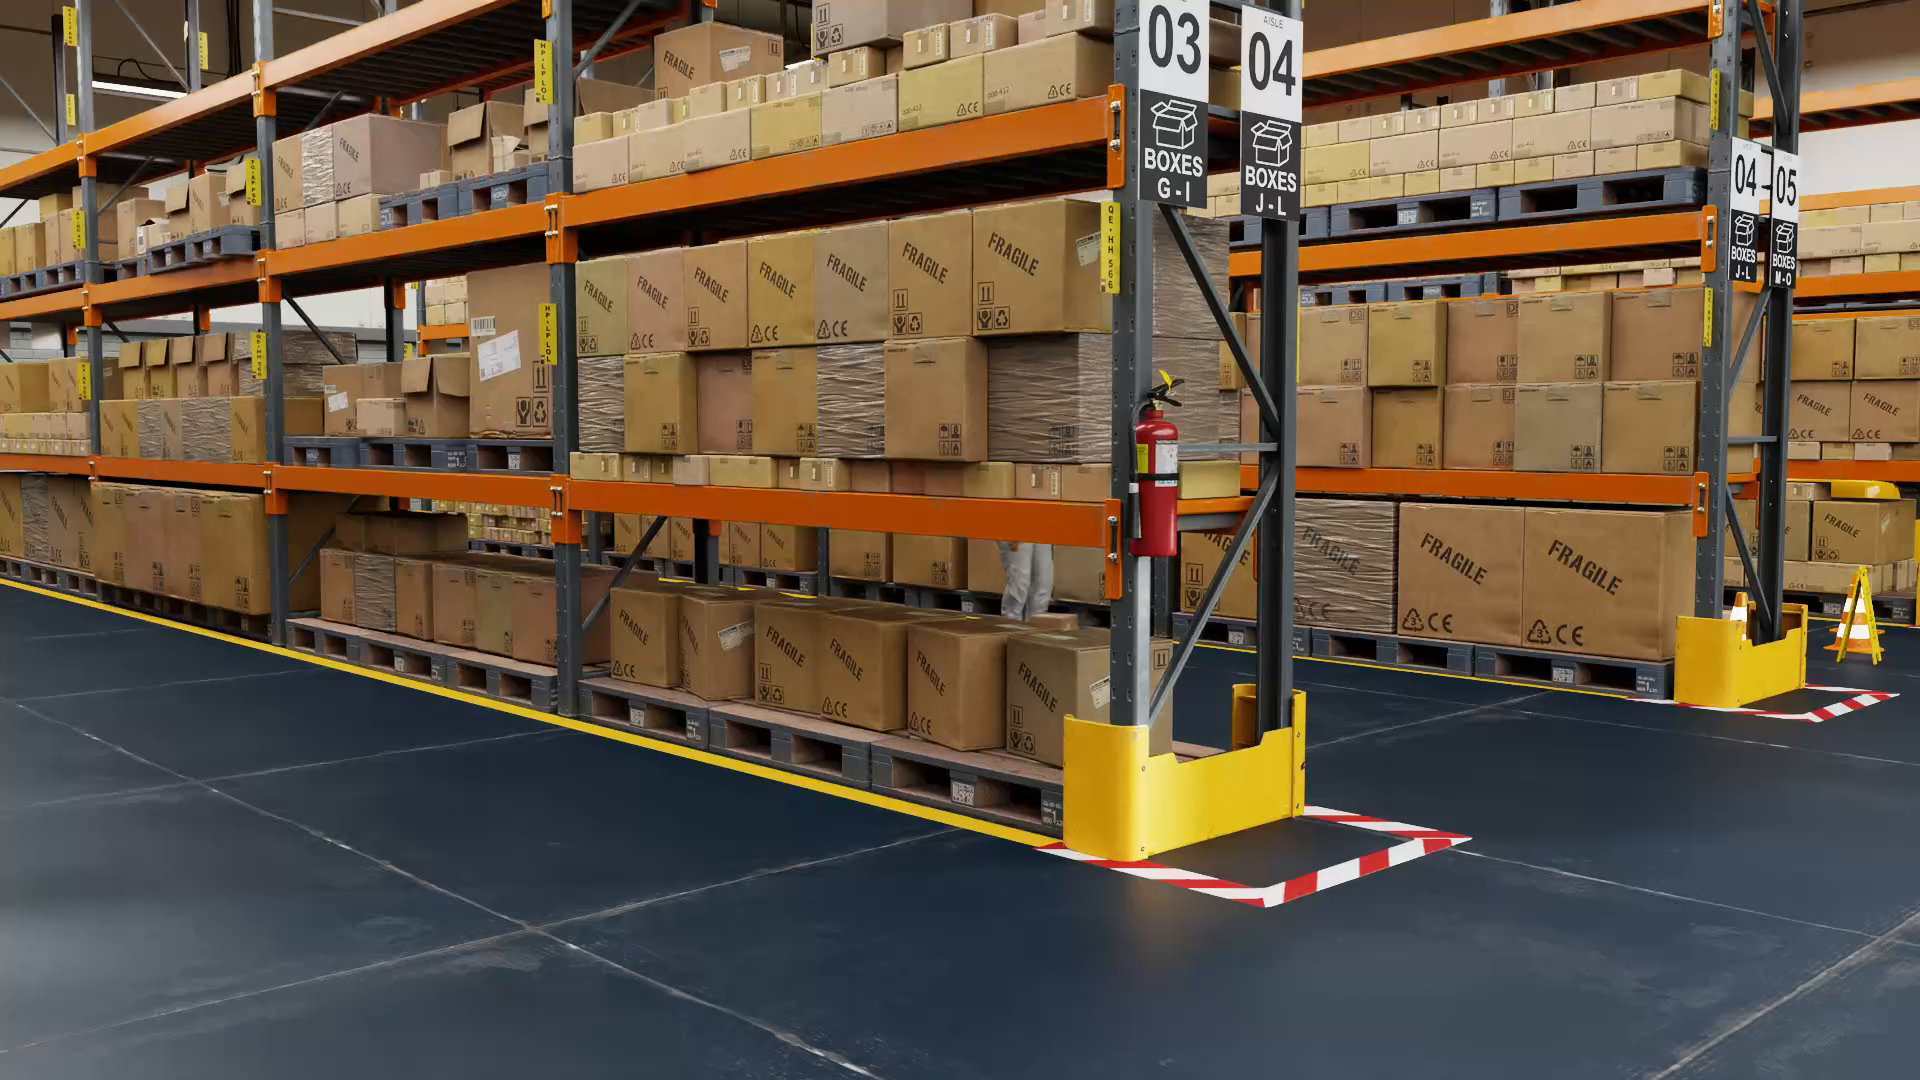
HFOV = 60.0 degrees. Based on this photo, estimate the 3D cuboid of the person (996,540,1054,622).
[{"bbox_3d":[0.484,-0.057,11.820,0.469,1.664,0.550,3,5,33],"label":"person"}]
